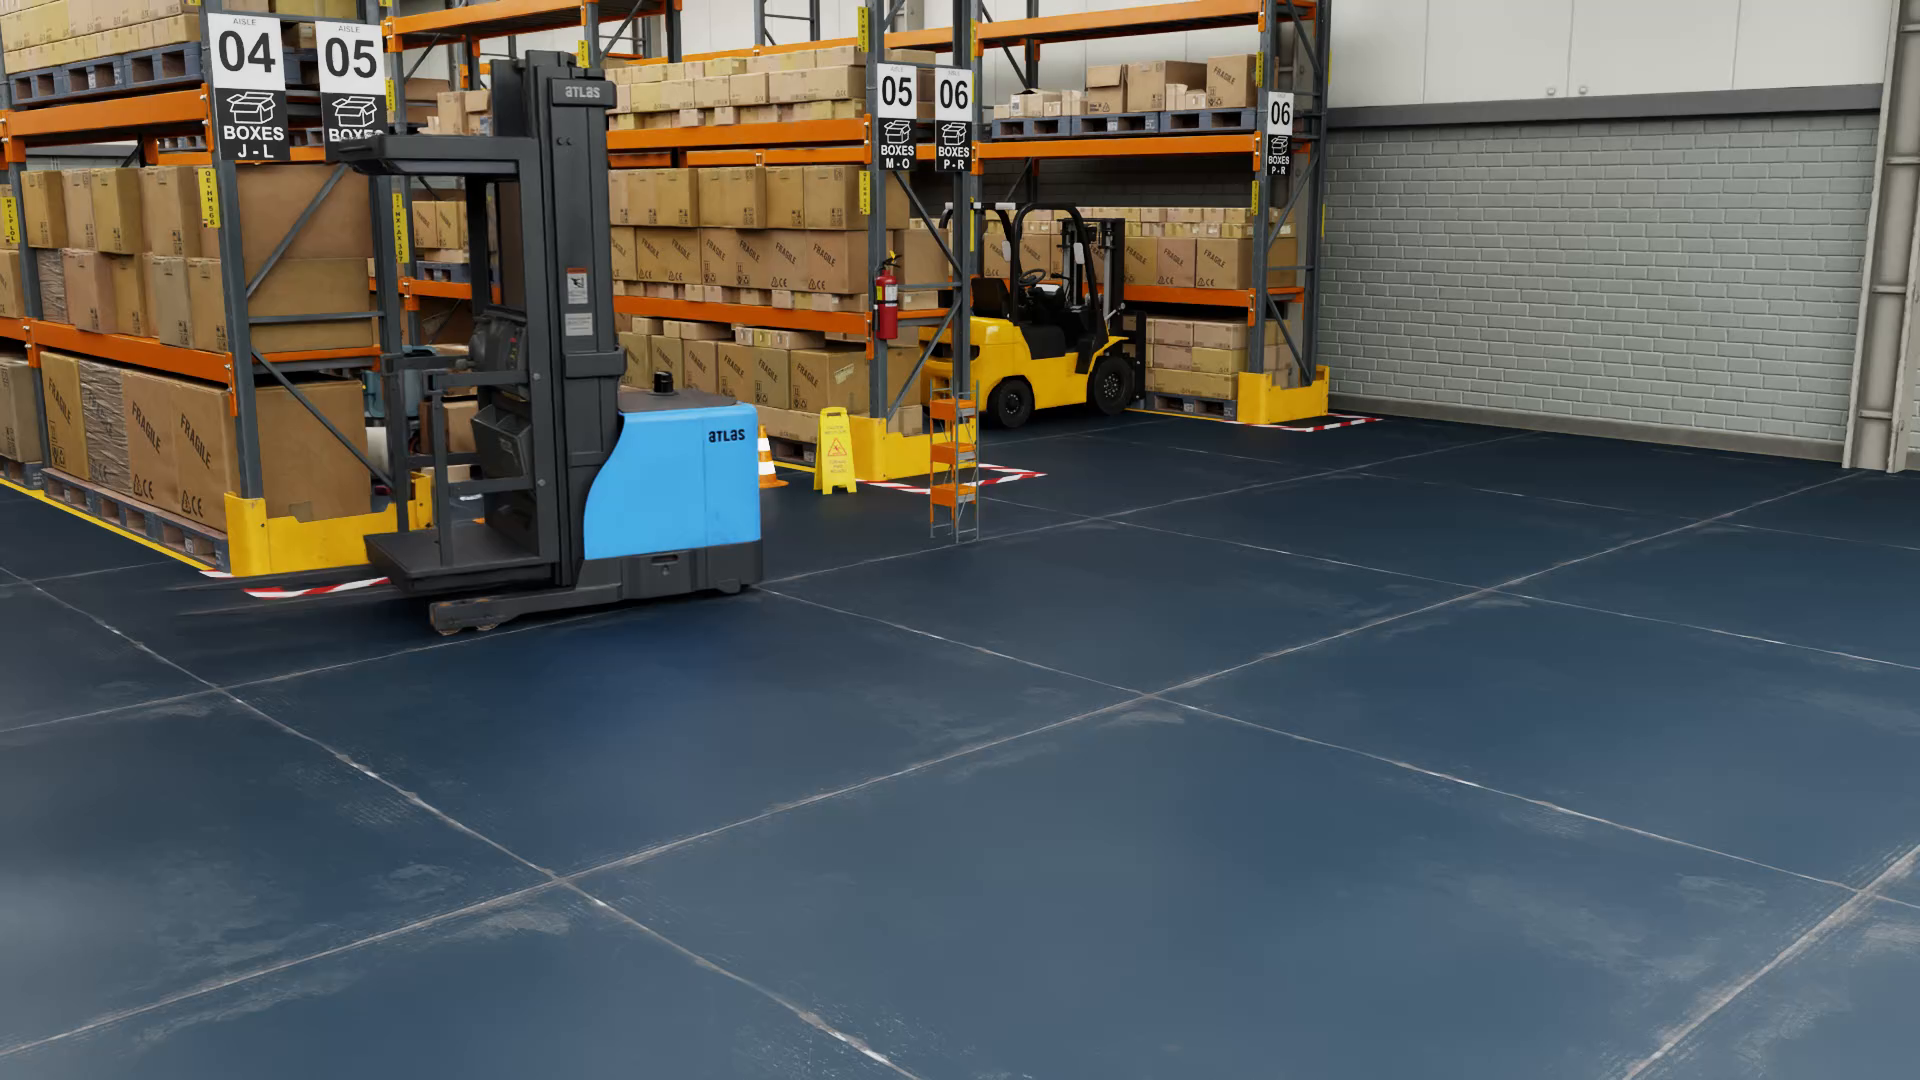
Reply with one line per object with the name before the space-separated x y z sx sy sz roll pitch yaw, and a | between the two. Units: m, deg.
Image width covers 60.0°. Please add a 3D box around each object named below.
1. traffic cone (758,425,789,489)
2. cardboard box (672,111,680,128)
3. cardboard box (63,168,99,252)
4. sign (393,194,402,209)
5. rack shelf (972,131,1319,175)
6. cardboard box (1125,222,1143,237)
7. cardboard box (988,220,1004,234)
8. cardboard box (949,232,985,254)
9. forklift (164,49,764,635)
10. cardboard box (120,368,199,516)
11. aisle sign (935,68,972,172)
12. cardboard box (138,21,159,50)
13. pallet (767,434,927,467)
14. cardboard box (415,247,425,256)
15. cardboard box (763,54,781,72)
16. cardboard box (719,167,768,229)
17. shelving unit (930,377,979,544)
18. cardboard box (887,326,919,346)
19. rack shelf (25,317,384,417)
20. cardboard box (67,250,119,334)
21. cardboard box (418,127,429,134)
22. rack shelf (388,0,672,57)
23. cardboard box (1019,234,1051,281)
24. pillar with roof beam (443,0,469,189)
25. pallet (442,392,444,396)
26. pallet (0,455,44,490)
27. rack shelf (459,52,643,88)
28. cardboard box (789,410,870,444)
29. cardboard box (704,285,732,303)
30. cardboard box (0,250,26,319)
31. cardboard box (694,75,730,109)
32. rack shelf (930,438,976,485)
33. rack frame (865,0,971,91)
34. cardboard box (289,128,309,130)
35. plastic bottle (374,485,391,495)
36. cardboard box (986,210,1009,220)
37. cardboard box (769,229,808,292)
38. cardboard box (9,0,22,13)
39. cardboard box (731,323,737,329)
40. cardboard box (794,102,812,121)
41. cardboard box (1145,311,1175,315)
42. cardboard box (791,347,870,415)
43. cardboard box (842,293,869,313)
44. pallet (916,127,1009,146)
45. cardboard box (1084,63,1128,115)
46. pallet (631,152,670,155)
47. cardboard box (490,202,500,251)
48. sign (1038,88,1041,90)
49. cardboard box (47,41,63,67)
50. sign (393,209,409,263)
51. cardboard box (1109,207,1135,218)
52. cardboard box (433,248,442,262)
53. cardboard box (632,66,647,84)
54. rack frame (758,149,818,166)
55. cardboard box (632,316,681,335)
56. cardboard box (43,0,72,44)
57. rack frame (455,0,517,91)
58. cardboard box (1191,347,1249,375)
traffic cone | -1.546 -0.662 12.980 0.336 0.463 0.334 -11 16 -43
cardboard box | -2.328 -3.723 14.736 0.250 0.149 0.380 11 16 43
cardboard box | -5.621 -2.283 11.510 0.875 0.550 0.550 -11 16 -43
sign | -6.240 -3.679 18.464 0.100 0.325 0.005 -11 16 -43
rack shelf | 1.890 -4.123 17.838 1.077 0.370 4.000 -11 16 -43
cardboard box | 1.926 -3.276 17.524 0.380 0.149 0.250 -11 16 -42
cardboard box | 0.539 -3.581 19.006 0.380 0.149 0.250 -11 16 -43
cardboard box | -0.015 -3.505 19.625 0.500 0.250 0.500 -11 16 -44
forklift | -2.647 -1.068 8.831 3.031 2.935 1.130 -7 13 -30
cardboard box | -4.952 -0.700 11.102 0.875 0.875 0.875 -11 16 -43
aisle sign | -0.049 -3.329 13.195 0.394 0.787 0.004 -11 16 -43
cardboard box | -4.652 -2.994 9.909 0.380 0.149 0.250 -11 16 -42
pallet | -0.904 -0.791 14.226 1.003 0.211 1.213 -11 16 -43
cardboard box | -6.359 -3.396 19.095 0.500 0.250 0.500 -11 16 -43
cardboard box | -1.405 -3.925 13.744 0.380 0.149 0.250 -11 16 -43
cardboard box | -1.597 -2.885 14.020 0.700 0.500 0.500 -11 16 -43
shelving unit | -0.037 -0.522 10.843 0.215 1.050 0.252 -11 16 -43
cardboard box | -0.390 -2.529 20.599 0.875 0.625 0.625 -11 16 -43
rack shelf | -5.207 -1.257 11.361 1.077 0.370 4.000 -11 16 -43
cardboard box | -5.641 -1.750 11.601 0.875 0.550 0.550 -11 16 -43
cardboard box | -5.746 -4.466 18.343 0.380 0.149 0.250 -11 16 -43
rack shelf | -4.459 -5.288 17.050 1.077 0.370 4.000 -11 16 -43
cardboard box | 0.998 -3.172 18.626 0.500 0.500 0.500 -11 16 -42
pillar with roof beam | -12.102 -7.907 26.988 9.100 9.000 0.400 -11 16 -43
pallet | -5.302 -1.709 18.686 1.003 0.211 1.213 -11 16 -43
pallet | -7.176 -0.638 13.483 1.003 0.211 1.213 -11 16 -43
rack shelf | -6.397 -7.342 26.037 1.077 0.370 4.000 -11 16 -43
cardboard box | -1.085 -0.965 13.935 0.500 0.250 0.500 -11 16 -43
cardboard box | -2.022 -2.171 14.638 0.380 0.149 0.250 -11 16 -43
cardboard box | -7.142 -1.989 12.884 0.500 0.500 0.500 -11 16 -43
cardboard box | -1.923 -3.822 14.232 0.500 0.250 0.500 -11 16 -42
rack shelf | -0.037 -0.512 10.846 0.215 0.259 0.240 -11 16 -43
rack frame | -0.316 -4.960 12.686 1.000 3.000 0.127 -11 16 -43
cardboard box | -7.982 -5.100 20.338 0.250 0.166 0.380 10 16 41
plastic bottle | -4.316 -0.397 12.689 0.133 0.061 0.283 6 13 26
cardboard box | 0.515 -3.722 18.953 0.380 0.149 0.250 -10 16 -41
cardboard box | -1.232 -2.331 13.808 0.500 0.500 0.500 -11 16 -42
cardboard box | -6.406 -3.755 11.627 0.380 0.149 0.250 -11 16 -43
cardboard box | -3.039 -2.969 23.044 0.500 0.500 0.500 -11 16 -43
cardboard box | -1.119 -3.456 13.443 0.380 0.149 0.250 -10 15 -41
cardboard box | 2.042 -2.382 18.335 0.500 0.250 0.500 -11 16 -44
cardboard box | -1.058 -1.329 13.842 0.500 0.500 0.500 -11 16 -42
cardboard box | -0.729 -1.924 13.437 0.380 0.149 0.250 -10 15 -41
pallet | -0.109 -4.800 19.818 1.217 0.209 0.805 11 16 43
cardboard box | 1.778 -4.773 17.668 0.797 0.503 0.637 -10 15 -41
pallet | -3.897 -5.587 23.627 1.213 0.211 1.003 -11 16 -43
cardboard box | -4.621 -3.266 17.305 0.500 0.500 0.500 11 16 43
sign | 0.910 -5.137 19.499 0.100 0.325 0.005 -11 16 -43
cardboard box | -5.879 -3.253 11.169 0.380 0.149 0.250 -11 16 -43
sign | -3.421 -1.857 10.148 0.100 0.325 0.005 -11 16 -43
cardboard box | 1.808 -3.472 17.740 0.380 0.149 0.250 -11 16 -42
cardboard box | -5.580 -3.153 18.363 0.250 0.149 0.380 11 16 42
cardboard box | -2.720 -4.177 14.966 0.250 0.149 0.380 11 16 43
rack frame | -2.253 -3.882 22.319 1.000 3.000 0.127 -11 16 -43
cardboard box | -2.823 -1.999 15.490 0.380 0.149 0.250 -11 16 -42
cardboard box | -5.755 -3.440 11.086 0.500 0.250 0.500 -11 16 -43
rack frame | -7.778 -7.988 27.380 1.000 3.000 0.127 -11 16 -43
cardboard box | 2.709 -1.845 16.970 0.500 0.250 0.500 -11 16 -43
